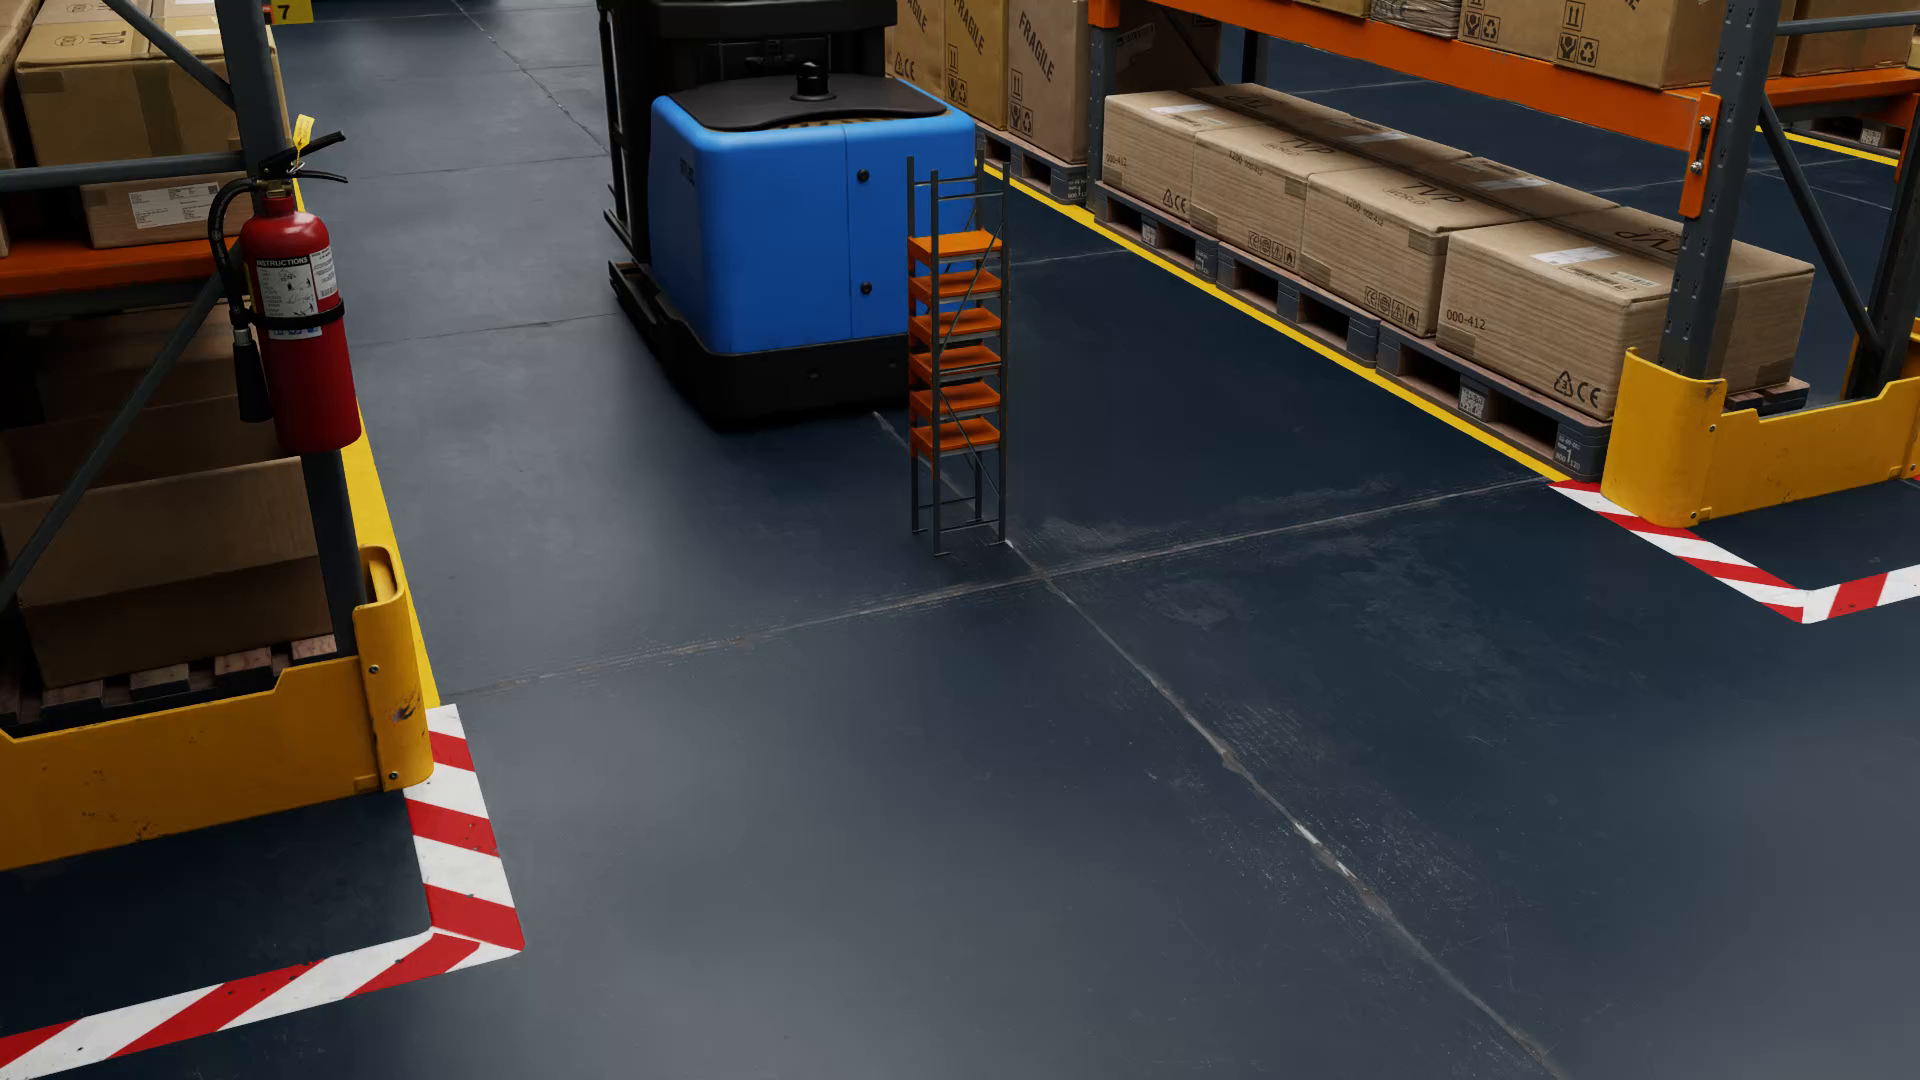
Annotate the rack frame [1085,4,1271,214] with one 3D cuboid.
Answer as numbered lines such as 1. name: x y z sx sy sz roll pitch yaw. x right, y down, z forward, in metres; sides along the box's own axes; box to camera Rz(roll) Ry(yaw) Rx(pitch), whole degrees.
1. rack frame: 1.151 -3.169 8.321 1.000 3.000 0.127 -11 28 -21

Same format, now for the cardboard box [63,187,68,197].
1. cardboard box: -2.002 -0.961 4.086 0.380 0.149 0.250 -11 28 -21

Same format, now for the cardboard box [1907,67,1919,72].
1. cardboard box: 5.824 -2.721 9.836 0.380 0.149 0.250 -11 28 -21

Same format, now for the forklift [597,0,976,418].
1. forklift: -0.932 -2.379 6.782 1.130 2.935 3.031 -10 28 -19

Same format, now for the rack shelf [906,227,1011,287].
1. rack shelf: -0.006 -0.829 4.860 0.258 0.103 0.180 -11 28 -21

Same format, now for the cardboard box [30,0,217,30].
1. cardboard box: -1.976 -1.199 4.118 0.500 0.250 0.500 -10 28 -20

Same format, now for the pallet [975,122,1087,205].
1. pallet: 0.779 -2.214 9.544 1.003 0.211 1.213 -11 28 -21

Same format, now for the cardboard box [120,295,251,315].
1. cardboard box: -2.415 -0.611 5.452 0.500 0.500 0.500 -10 28 -20

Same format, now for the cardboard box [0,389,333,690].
1. cardboard box: -2.001 -0.030 4.259 0.797 0.503 0.637 -12 28 -23

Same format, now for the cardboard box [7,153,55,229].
1. cardboard box: -2.268 -0.787 3.730 0.380 0.149 0.250 -10 28 -19

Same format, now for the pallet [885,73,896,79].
1. pallet: -0.176 -3.199 11.562 1.003 0.211 1.213 -11 28 -21

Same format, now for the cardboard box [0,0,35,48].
1. cardboard box: -2.473 -1.114 3.945 0.500 0.250 0.500 -10 28 -20

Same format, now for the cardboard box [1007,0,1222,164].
1. cardboard box: 0.835 -2.639 9.180 0.875 0.875 0.875 -10 28 -19

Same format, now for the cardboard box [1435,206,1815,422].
1. cardboard box: 2.367 -0.841 5.994 0.875 0.438 0.875 -12 28 -22

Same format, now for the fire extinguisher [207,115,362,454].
1. fire extinguisher: -1.365 -0.517 3.404 0.296 0.674 0.183 -11 28 -21

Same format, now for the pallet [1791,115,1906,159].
1. pallet: 5.962 -2.542 10.216 1.003 0.211 1.213 -11 28 -21

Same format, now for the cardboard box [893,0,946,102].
1. cardboard box: 0.124 -3.364 10.663 0.875 0.875 0.875 -10 28 -20

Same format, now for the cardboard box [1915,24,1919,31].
1. cardboard box: 6.045 -3.136 10.347 0.380 0.149 0.250 -10 28 -19

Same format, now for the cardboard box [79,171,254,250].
1. cardboard box: -1.725 -0.766 3.687 0.380 0.149 0.250 -11 28 -21

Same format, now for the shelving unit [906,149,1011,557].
1. shelving unit: -0.006 -0.545 4.999 0.258 1.200 0.189 -11 28 -21

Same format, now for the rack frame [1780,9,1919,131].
1. rack frame: 5.666 -4.060 10.147 1.000 3.000 0.127 -11 28 -21

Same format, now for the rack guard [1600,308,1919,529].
1. rack guard: 2.727 -0.421 5.542 1.175 0.500 0.348 -11 28 -21

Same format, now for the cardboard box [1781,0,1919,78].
1. cardboard box: 2.794 -1.842 5.490 0.500 0.500 0.500 -11 28 -21

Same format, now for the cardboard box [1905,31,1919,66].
1. cardboard box: 5.664 -2.939 9.943 0.380 0.149 0.250 -9 27 -18

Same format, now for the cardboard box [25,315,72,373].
1. cardboard box: -3.204 -0.740 6.117 0.380 0.149 0.250 -11 28 -21

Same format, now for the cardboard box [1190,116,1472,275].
1. cardboard box: 1.649 -1.573 7.494 0.875 0.438 0.875 -11 28 -22

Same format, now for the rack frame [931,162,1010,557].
1. rack frame: 0.030 -0.508 4.923 0.240 1.200 0.006 -11 28 -21

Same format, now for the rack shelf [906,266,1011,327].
1. rack shelf: -0.006 -0.721 4.913 0.258 0.103 0.180 -11 28 -21

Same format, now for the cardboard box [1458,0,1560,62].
1. cardboard box: 2.102 -1.953 5.718 0.500 0.500 0.500 -11 28 -22

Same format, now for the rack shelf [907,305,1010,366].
1. rack shelf: -0.006 -0.613 4.966 0.258 0.103 0.180 -11 28 -21

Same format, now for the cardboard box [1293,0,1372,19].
1. cardboard box: 1.678 -2.365 6.562 0.500 0.500 0.500 -10 28 -19

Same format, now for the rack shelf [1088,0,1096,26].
1. rack shelf: 0.368 -3.653 10.133 1.077 0.370 4.000 -11 28 -21

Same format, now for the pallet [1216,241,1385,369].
1. pallet: 1.858 -1.102 7.266 1.003 0.211 1.213 -11 28 -21

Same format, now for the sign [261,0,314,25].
1. sign: -1.349 -1.182 3.265 0.100 0.325 0.005 -11 28 -21

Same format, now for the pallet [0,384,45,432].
1. pallet: -2.665 -0.290 5.605 1.003 0.211 1.213 -11 28 -21
